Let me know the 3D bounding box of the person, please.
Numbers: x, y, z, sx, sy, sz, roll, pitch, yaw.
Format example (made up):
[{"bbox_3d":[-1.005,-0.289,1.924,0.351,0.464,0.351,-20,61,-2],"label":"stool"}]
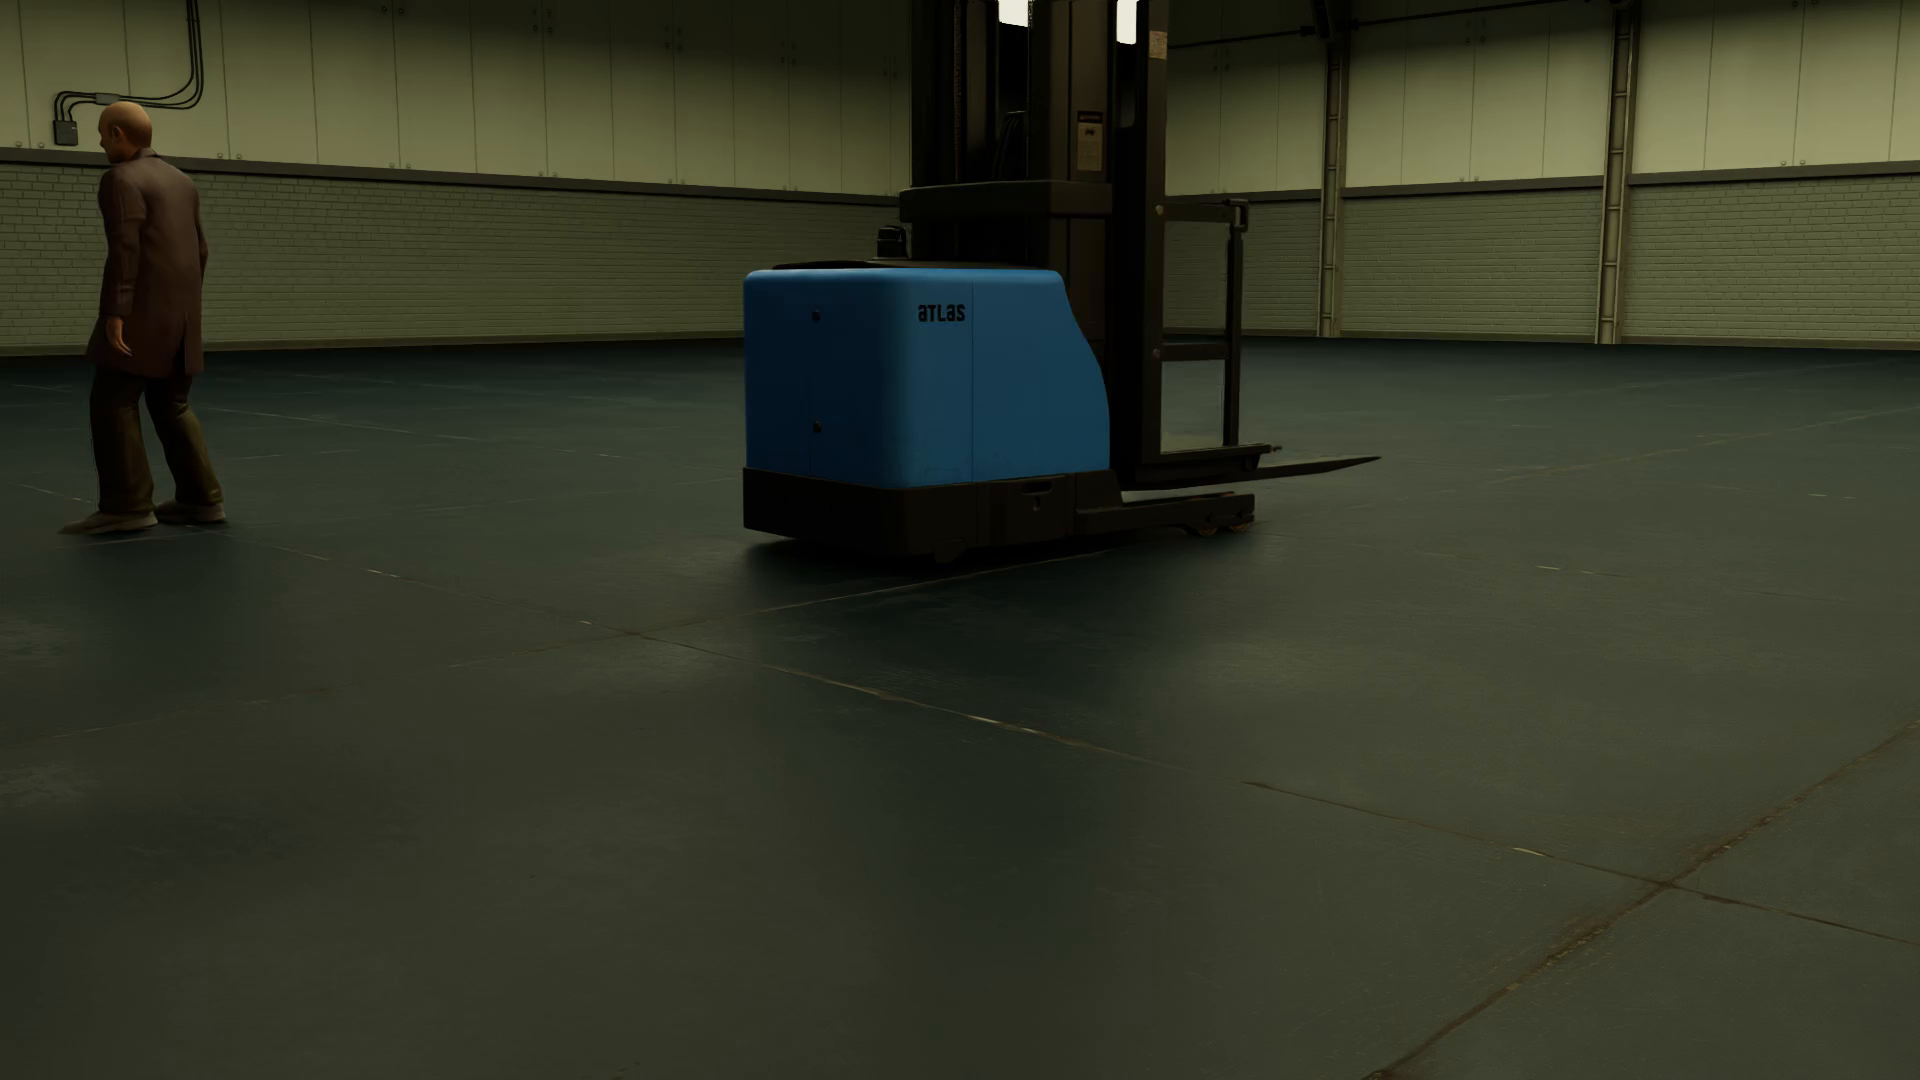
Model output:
[{"bbox_3d":[-3.459,-0.927,7.012,0.492,1.791,0.660,1,9,9],"label":"person"}]

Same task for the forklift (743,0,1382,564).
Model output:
[{"bbox_3d":[0.606,-1.517,6.946,3.031,2.935,1.130,-7,11,-39],"label":"forklift"}]
